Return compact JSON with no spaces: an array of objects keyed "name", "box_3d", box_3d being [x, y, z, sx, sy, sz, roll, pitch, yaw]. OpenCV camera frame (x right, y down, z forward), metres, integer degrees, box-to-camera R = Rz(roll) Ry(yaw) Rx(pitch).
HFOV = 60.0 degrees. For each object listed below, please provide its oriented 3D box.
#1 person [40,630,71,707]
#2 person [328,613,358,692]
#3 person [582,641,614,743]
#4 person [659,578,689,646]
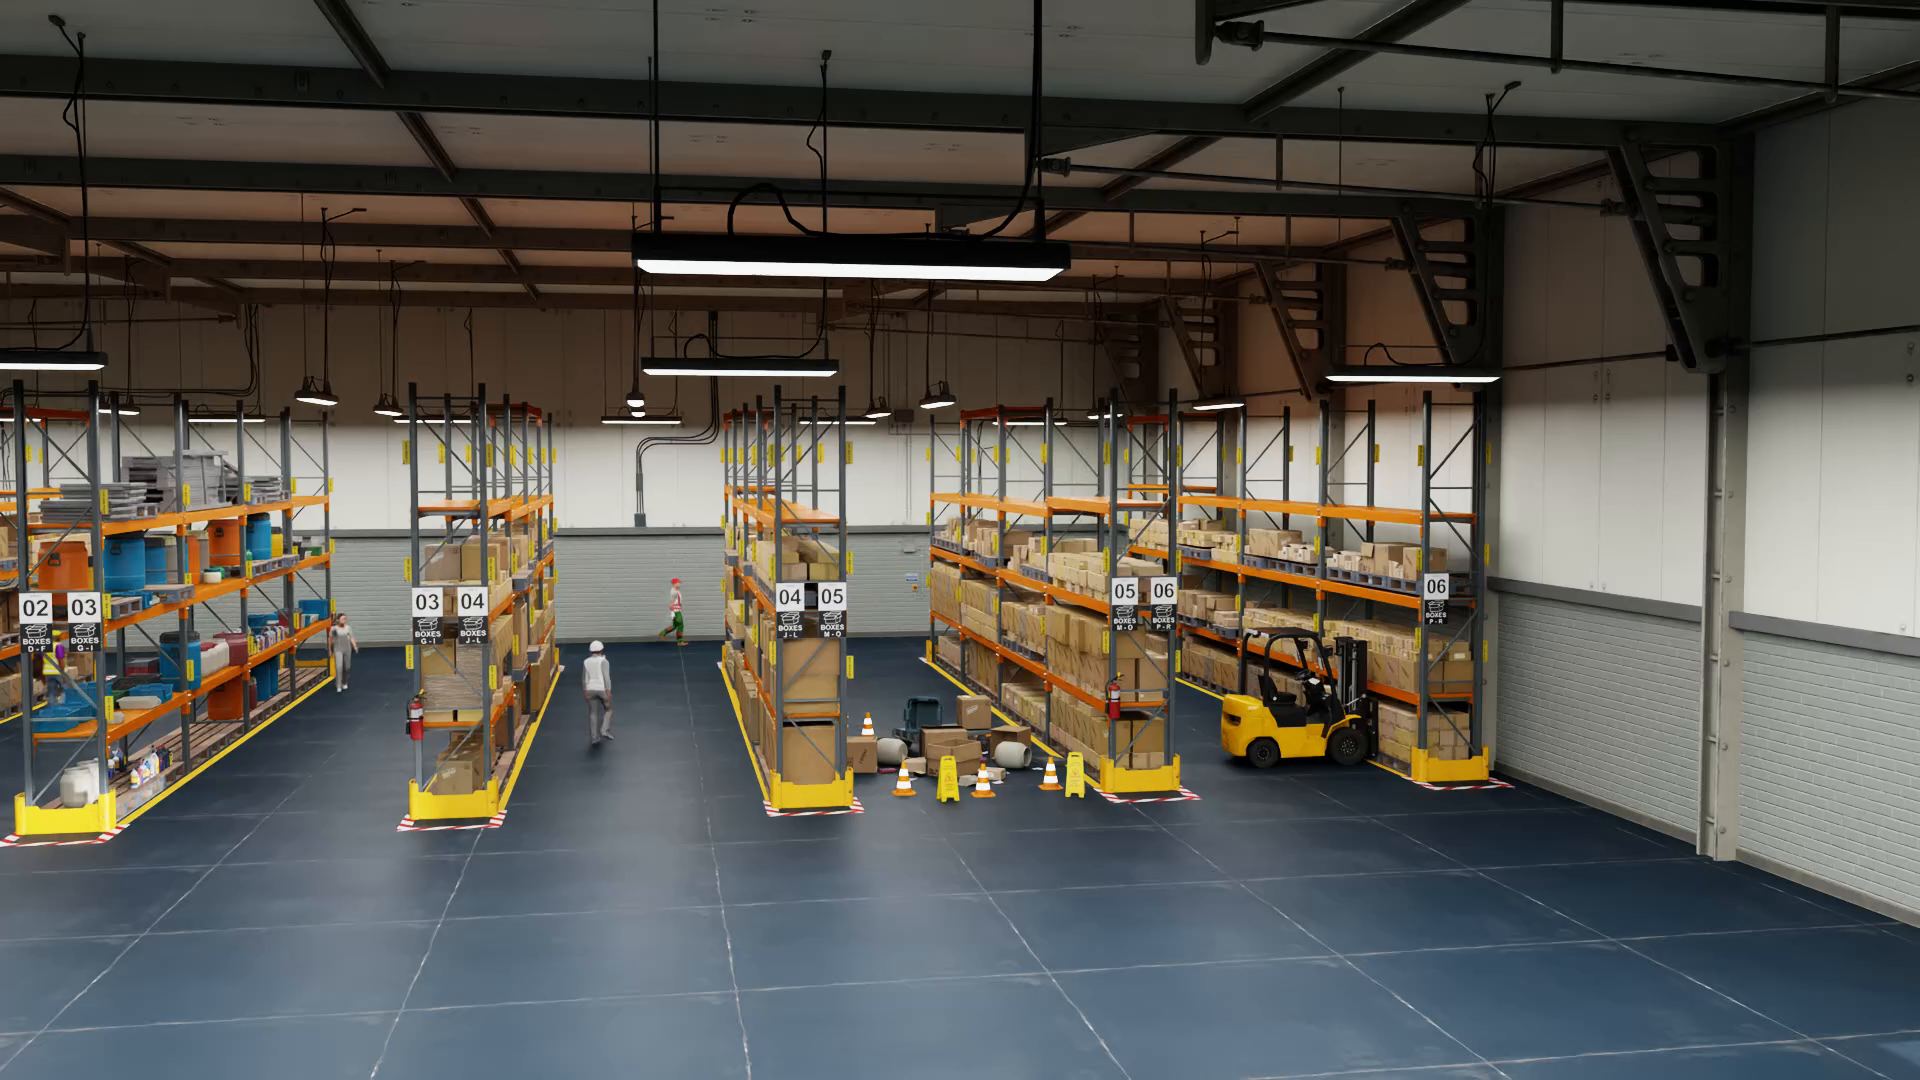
[{"name":"person","box_3d":[-17.018,2.535,31.253,0.601,1.752,0.490,0,3,-2]},{"name":"person","box_3d":[-13.154,2.377,35.397,0.551,1.665,0.765,-2,4,-37]},{"name":"person","box_3d":[-6.342,2.640,29.016,0.548,1.762,0.541,0,3,4]},{"name":"person","box_3d":[-7.543,1.890,43.756,0.785,1.775,0.515,-1,3,-10]}]
